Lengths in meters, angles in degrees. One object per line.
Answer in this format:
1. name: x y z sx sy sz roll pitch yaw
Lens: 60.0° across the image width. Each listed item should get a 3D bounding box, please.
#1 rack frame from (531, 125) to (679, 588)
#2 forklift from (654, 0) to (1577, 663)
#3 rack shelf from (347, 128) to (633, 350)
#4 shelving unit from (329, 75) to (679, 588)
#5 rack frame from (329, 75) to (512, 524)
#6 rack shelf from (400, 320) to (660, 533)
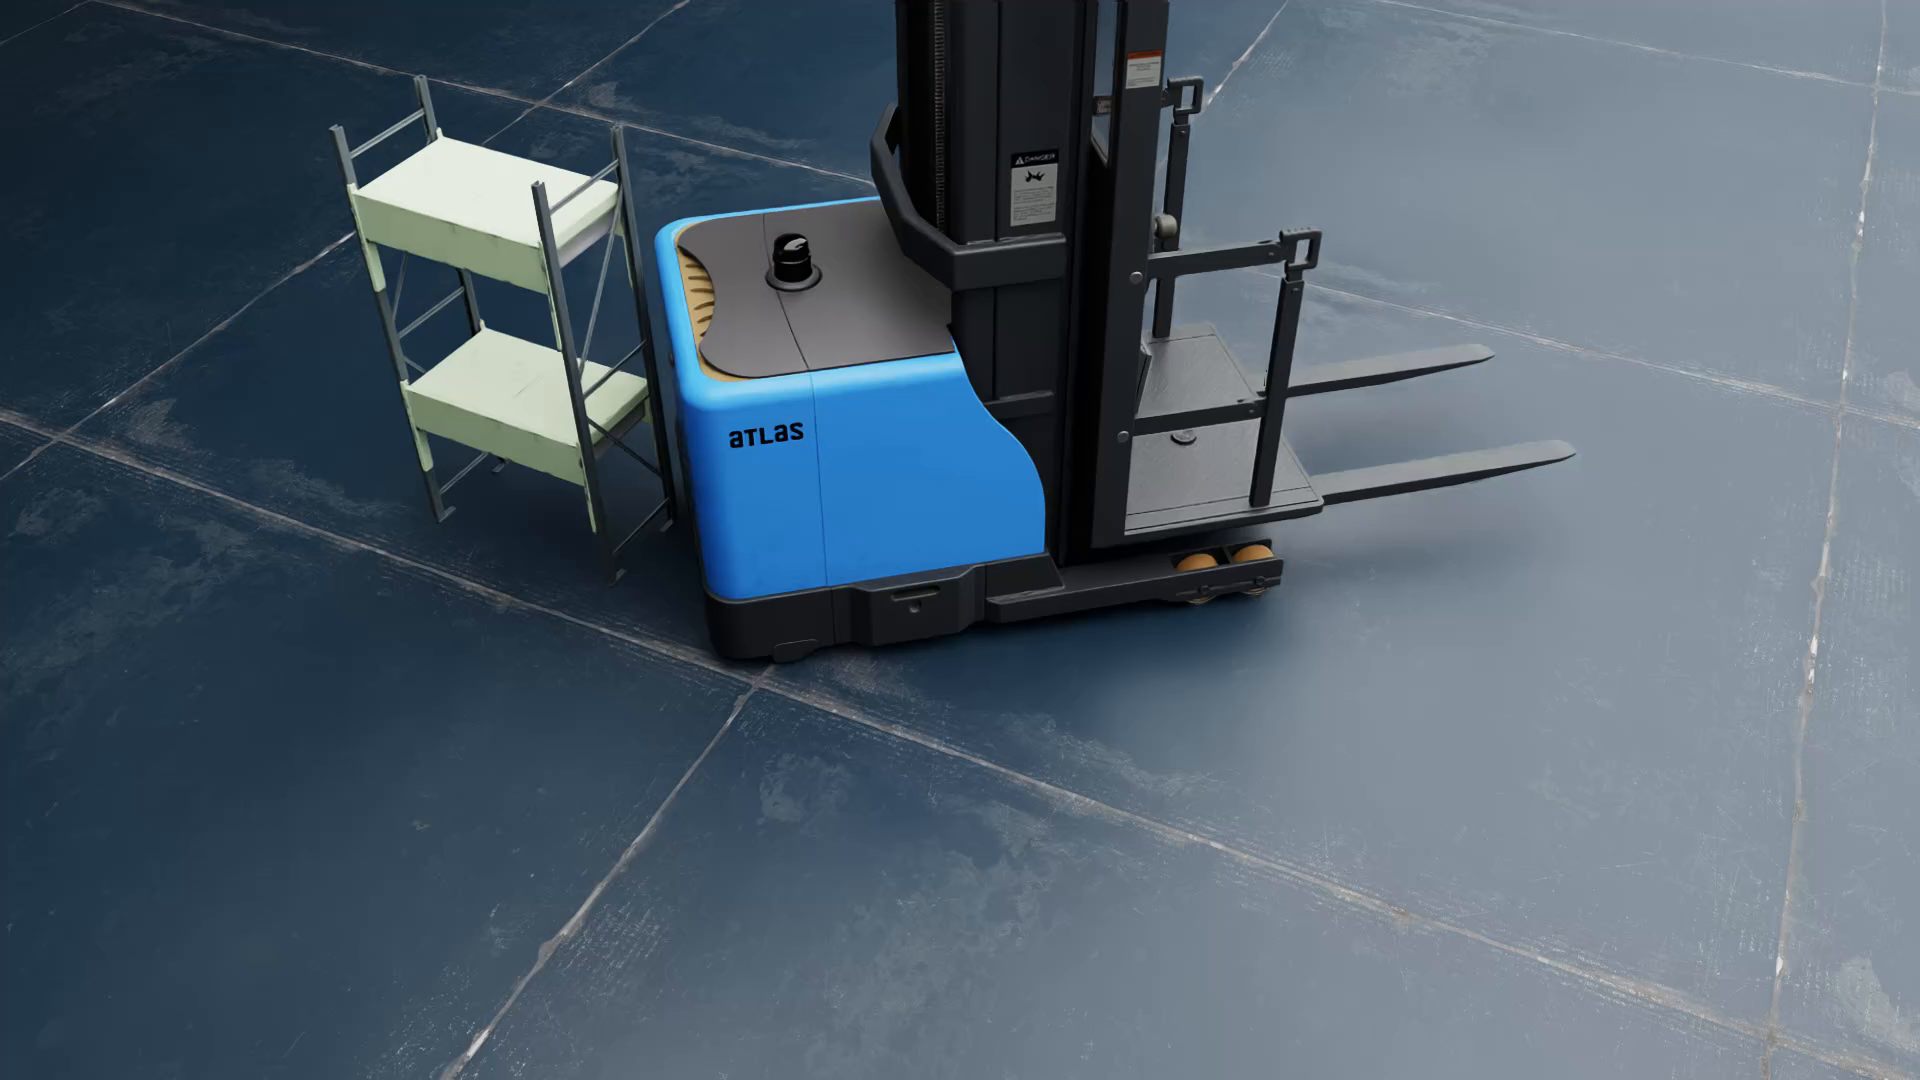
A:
1. rack frame: -1.086 -0.526 5.212 0.023 1.500 0.400 18 44 20
2. forklift: 0.588 -1.227 4.928 3.031 2.935 1.130 -9 42 -10
3. rack shelf: -1.412 -0.929 5.081 0.720 0.370 0.431 18 44 20
4. shelving unit: -1.412 -0.634 5.337 0.755 1.500 0.431 18 44 20
5. rack frame: -1.739 -0.743 5.462 0.023 1.500 0.400 18 44 20
6. rack shelf: -1.412 -0.388 5.550 0.720 0.370 0.431 18 44 20
